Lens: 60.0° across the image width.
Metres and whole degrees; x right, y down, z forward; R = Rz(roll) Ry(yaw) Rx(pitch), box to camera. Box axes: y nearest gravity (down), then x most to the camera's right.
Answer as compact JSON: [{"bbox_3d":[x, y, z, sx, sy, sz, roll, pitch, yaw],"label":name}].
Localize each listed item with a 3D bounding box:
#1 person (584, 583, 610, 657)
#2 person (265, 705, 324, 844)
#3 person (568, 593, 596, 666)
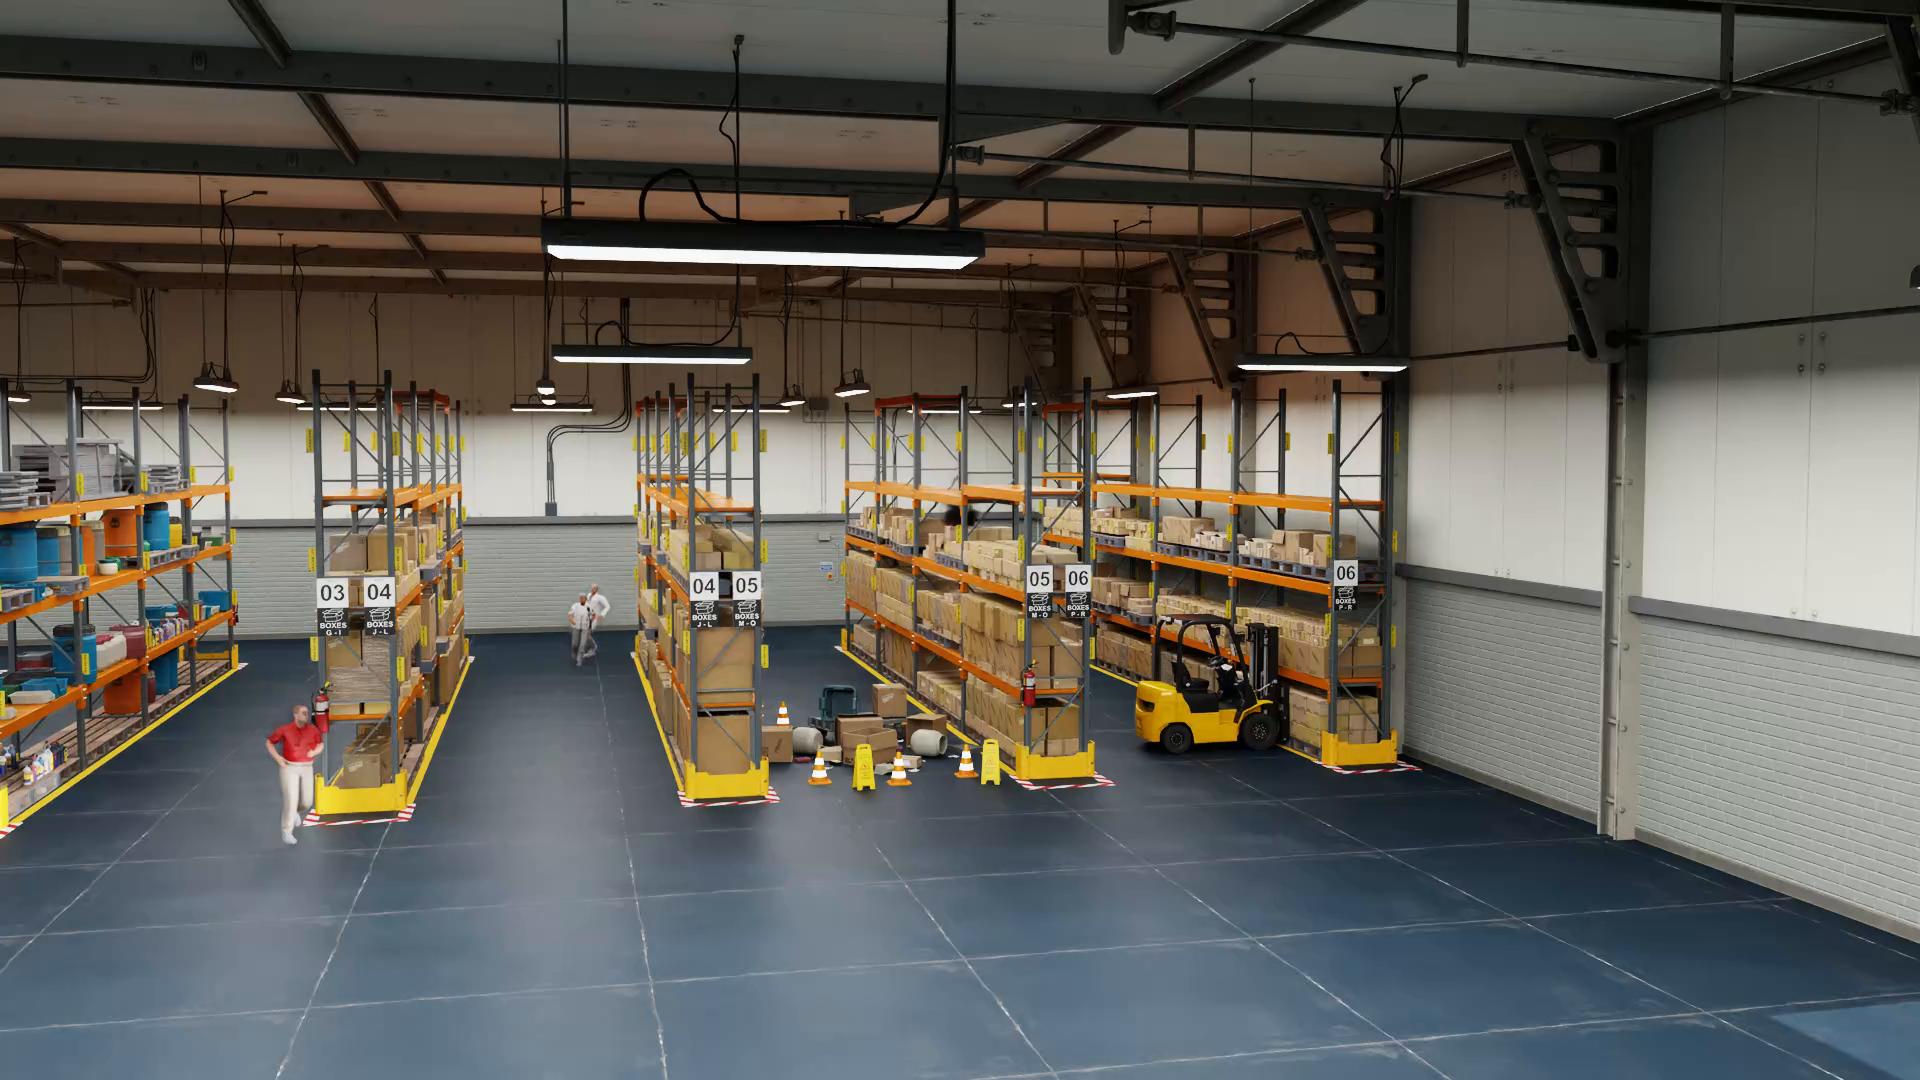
[{"bbox_3d":[-8.644,1.887,38.959,0.790,1.737,0.617,2,4,30],"label":"person"},{"bbox_3d":[-8.445,2.960,21.248,0.802,1.697,0.692,3,5,43],"label":"person"},{"bbox_3d":[-8.594,2.017,37.838,0.621,1.652,0.718,-1,3,-11],"label":"person"}]
